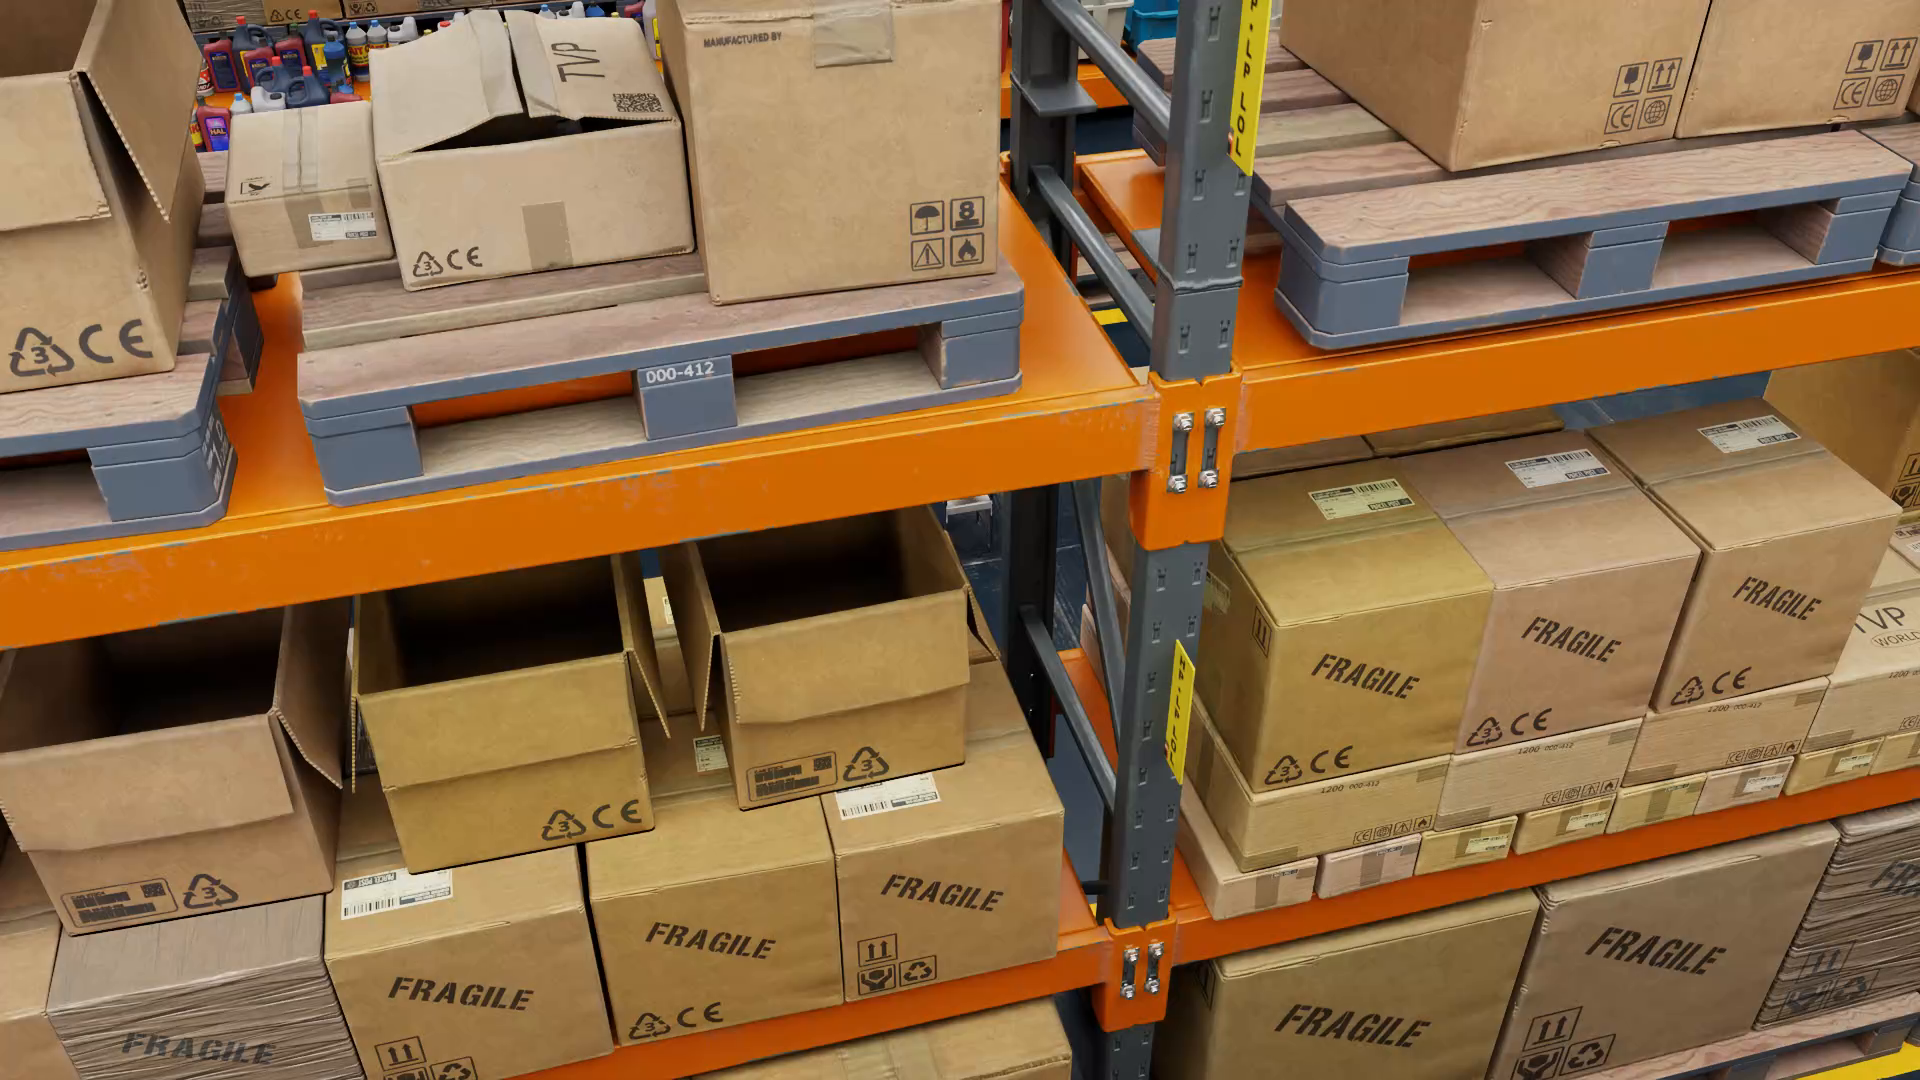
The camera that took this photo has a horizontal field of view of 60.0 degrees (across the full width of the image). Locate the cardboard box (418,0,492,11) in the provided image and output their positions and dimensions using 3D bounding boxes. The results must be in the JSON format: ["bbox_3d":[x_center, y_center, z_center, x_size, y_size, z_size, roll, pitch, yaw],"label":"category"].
[{"bbox_3d":[-3.645,-4.126,11.871,0.500,0.500,0.500,-9,38,-11],"label":"cardboard box"}]

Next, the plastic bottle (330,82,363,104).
[{"bbox_3d":[-2.693,-1.880,7.334,0.133,0.283,0.061,-9,38,-12],"label":"plastic bottle"}]

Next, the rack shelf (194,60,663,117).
[{"bbox_3d":[-2.923,-1.835,7.772,4.000,0.370,1.077,-9,38,-12],"label":"rack shelf"}]

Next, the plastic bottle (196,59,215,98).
[{"bbox_3d":[-3.577,-2.191,7.809,0.097,0.201,0.097,0,37,0],"label":"plastic bottle"}]

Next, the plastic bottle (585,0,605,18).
[{"bbox_3d":[-1.786,-2.513,8.172,0.097,0.271,0.097,0,37,0],"label":"plastic bottle"}]

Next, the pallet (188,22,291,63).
[{"bbox_3d":[-5.411,-3.698,11.911,1.213,0.211,1.003,-9,38,-12],"label":"pallet"}]

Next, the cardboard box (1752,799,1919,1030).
[{"bbox_3d":[2.686,0.804,5.133,0.875,0.875,0.875,-9,38,-12],"label":"cardboard box"}]

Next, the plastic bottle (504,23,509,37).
[{"bbox_3d":[-2.198,-2.417,8.105,0.097,0.201,0.097,0,37,0],"label":"plastic bottle"}]

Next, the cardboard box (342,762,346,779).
[{"bbox_3d":[-1.675,0.599,3.916,0.500,0.500,0.500,-9,38,-11],"label":"cardboard box"}]

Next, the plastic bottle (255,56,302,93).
[{"bbox_3d":[-3.027,-1.974,7.402,0.185,0.351,0.144,-9,38,-12],"label":"plastic bottle"}]

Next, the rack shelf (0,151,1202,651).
[{"bbox_3d":[-1.631,-0.121,3.063,4.000,0.370,1.077,-9,38,-12],"label":"rack shelf"}]

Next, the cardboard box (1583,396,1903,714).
[{"bbox_3d":[1.807,0.027,4.007,0.500,0.500,0.500,-10,39,-13],"label":"cardboard box"}]

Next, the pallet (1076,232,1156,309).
[{"bbox_3d":[0.888,-1.664,9.252,1.213,0.211,1.003,-9,38,-12],"label":"pallet"}]

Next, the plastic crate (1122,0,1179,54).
[{"bbox_3d":[0.954,-2.553,8.206,0.300,0.233,0.416,-9,38,-12],"label":"plastic crate"}]

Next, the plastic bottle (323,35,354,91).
[{"bbox_3d":[-2.925,-2.235,7.809,0.097,0.271,0.097,0,37,0],"label":"plastic bottle"}]

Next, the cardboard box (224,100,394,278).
[{"bbox_3d":[-1.177,-0.643,3.014,0.250,0.149,0.380,-11,39,-14],"label":"cardboard box"}]

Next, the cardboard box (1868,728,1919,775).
[{"bbox_3d":[2.428,0.426,4.432,0.250,0.149,0.380,-9,38,-11],"label":"cardboard box"}]

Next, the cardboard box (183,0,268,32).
[{"bbox_3d":[-5.123,-3.882,11.552,0.500,0.500,0.500,-11,39,-14],"label":"cardboard box"}]

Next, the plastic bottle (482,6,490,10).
[{"bbox_3d":[-2.314,-2.442,8.070,0.133,0.283,0.061,-9,38,-12],"label":"plastic bottle"}]

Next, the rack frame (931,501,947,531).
[{"bbox_3d":[-0.090,-0.343,6.957,0.006,0.900,0.240,-9,38,-12],"label":"rack frame"}]

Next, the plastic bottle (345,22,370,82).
[{"bbox_3d":[-2.869,-2.335,7.940,0.097,0.271,0.097,0,37,0],"label":"plastic bottle"}]

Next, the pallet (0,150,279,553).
[{"bbox_3d":[-1.875,-0.327,2.895,1.213,0.211,1.003,-8,38,-10],"label":"pallet"}]

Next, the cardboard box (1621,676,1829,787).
[{"bbox_3d":[1.802,0.327,4.232,0.500,0.250,0.500,-8,38,-11],"label":"cardboard box"}]

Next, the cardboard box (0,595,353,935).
[{"bbox_3d":[-1.576,0.345,3.422,0.637,0.503,0.797,-8,38,-10],"label":"cardboard box"}]

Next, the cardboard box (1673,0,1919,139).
[{"bbox_3d":[1.560,-1.211,3.386,0.500,0.500,0.700,-7,38,-10],"label":"cardboard box"}]

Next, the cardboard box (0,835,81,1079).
[{"bbox_3d":[-2.031,0.978,3.420,0.500,0.500,0.500,-10,39,-13],"label":"cardboard box"}]

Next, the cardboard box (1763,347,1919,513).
[{"bbox_3d":[2.646,-0.440,4.617,0.500,0.500,0.500,-10,39,-13],"label":"cardboard box"}]

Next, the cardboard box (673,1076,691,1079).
[{"bbox_3d":[-1.175,1.400,4.354,0.875,0.875,1.225,-11,39,-14],"label":"cardboard box"}]

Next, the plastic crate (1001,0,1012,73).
[{"bbox_3d":[-0.064,-2.481,7.922,0.583,0.464,0.402,-9,38,-12],"label":"plastic crate"}]

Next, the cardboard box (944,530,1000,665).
[{"bbox_3d":[-0.210,0.354,4.236,0.500,0.500,0.500,-9,38,-12],"label":"cardboard box"}]

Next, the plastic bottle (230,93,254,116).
[{"bbox_3d":[-3.117,-1.817,7.262,0.097,0.271,0.097,0,37,0],"label":"plastic bottle"}]

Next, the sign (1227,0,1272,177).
[{"bbox_3d":[0.450,-0.737,2.591,0.005,0.325,0.100,-9,38,-12],"label":"sign"}]

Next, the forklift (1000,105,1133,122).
[{"bbox_3d":[0.116,-4.135,10.244,3.031,2.935,1.130,-7,38,-9],"label":"forklift"}]

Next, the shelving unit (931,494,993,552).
[{"bbox_3d":[0.008,-0.359,6.978,0.210,0.900,0.258,-9,38,-12],"label":"shelving unit"}]

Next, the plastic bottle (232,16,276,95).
[{"bbox_3d":[-3.306,-2.280,7.803,0.185,0.351,0.144,-9,38,-12],"label":"plastic bottle"}]

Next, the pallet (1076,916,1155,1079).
[{"bbox_3d":[1.054,1.501,5.114,1.213,0.211,1.003,-9,38,-12],"label":"pallet"}]

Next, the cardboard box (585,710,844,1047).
[{"bbox_3d":[-0.560,0.737,3.736,0.500,0.500,0.500,-8,38,-11],"label":"cardboard box"}]

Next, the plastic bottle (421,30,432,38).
[{"bbox_3d":[-2.551,-2.360,8.029,0.097,0.201,0.097,0,37,0],"label":"plastic bottle"}]

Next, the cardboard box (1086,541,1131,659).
[{"bbox_3d":[0.657,0.185,4.417,0.500,0.250,0.500,-10,39,-13],"label":"cardboard box"}]

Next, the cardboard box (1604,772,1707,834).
[{"bbox_3d":[1.680,0.549,4.270,0.250,0.149,0.380,-10,39,-13],"label":"cardboard box"}]

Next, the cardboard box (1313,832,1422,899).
[{"bbox_3d":[0.925,0.674,4.106,0.250,0.149,0.380,-11,39,-13],"label":"cardboard box"}]
